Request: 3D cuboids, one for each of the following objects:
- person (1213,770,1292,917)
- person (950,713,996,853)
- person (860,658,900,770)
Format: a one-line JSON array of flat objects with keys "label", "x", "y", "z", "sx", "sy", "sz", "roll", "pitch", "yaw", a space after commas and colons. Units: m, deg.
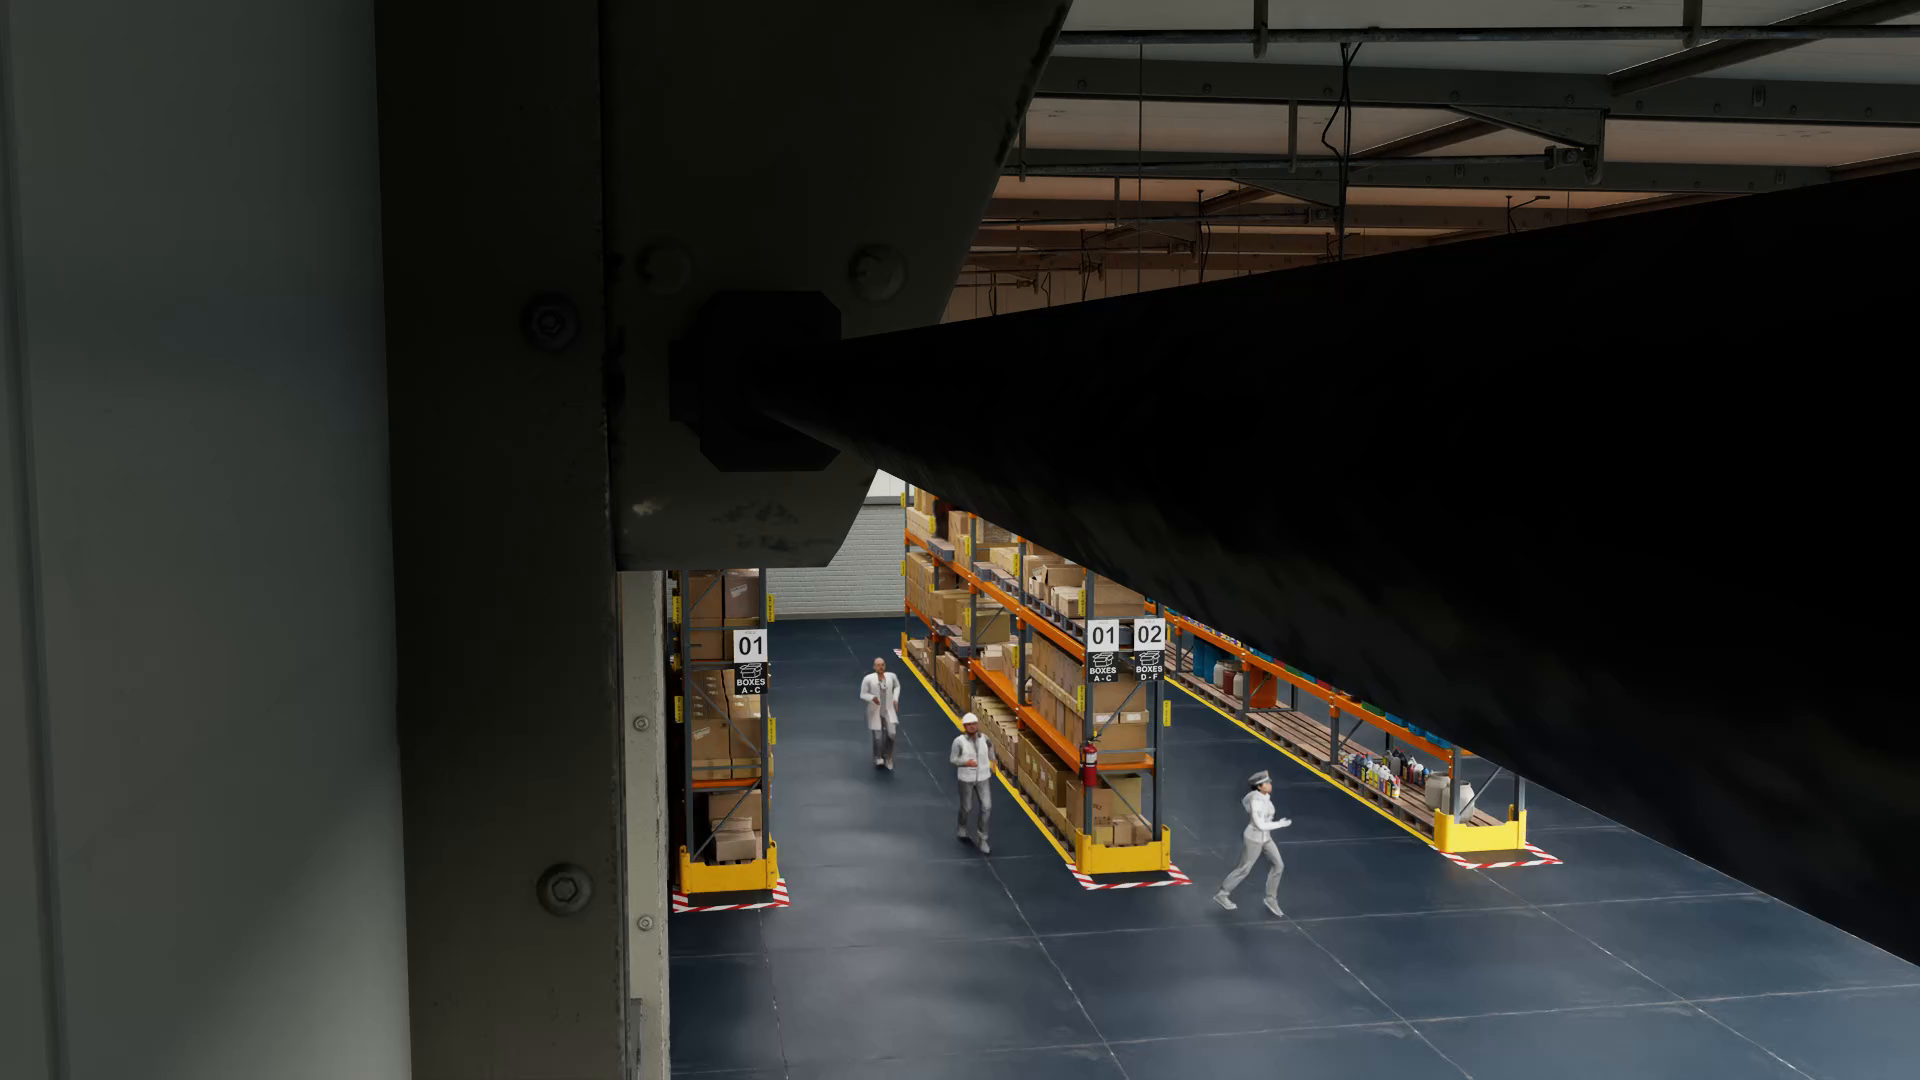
[{"label": "person", "x": 3.407, "y": 3.499, "z": 19.257, "sx": 0.872, "sy": 1.738, "sz": 0.620, "roll": 2, "pitch": 6, "yaw": 22}, {"label": "person", "x": 0.183, "y": 3.186, "z": 22.026, "sx": 0.661, "sy": 1.809, "sz": 0.822, "roll": -1, "pitch": 6, "yaw": -14}, {"label": "person", "x": -1.231, "y": 2.748, "z": 26.181, "sx": 0.681, "sy": 1.796, "sz": 0.775, "roll": -1, "pitch": 6, "yaw": -13}]
